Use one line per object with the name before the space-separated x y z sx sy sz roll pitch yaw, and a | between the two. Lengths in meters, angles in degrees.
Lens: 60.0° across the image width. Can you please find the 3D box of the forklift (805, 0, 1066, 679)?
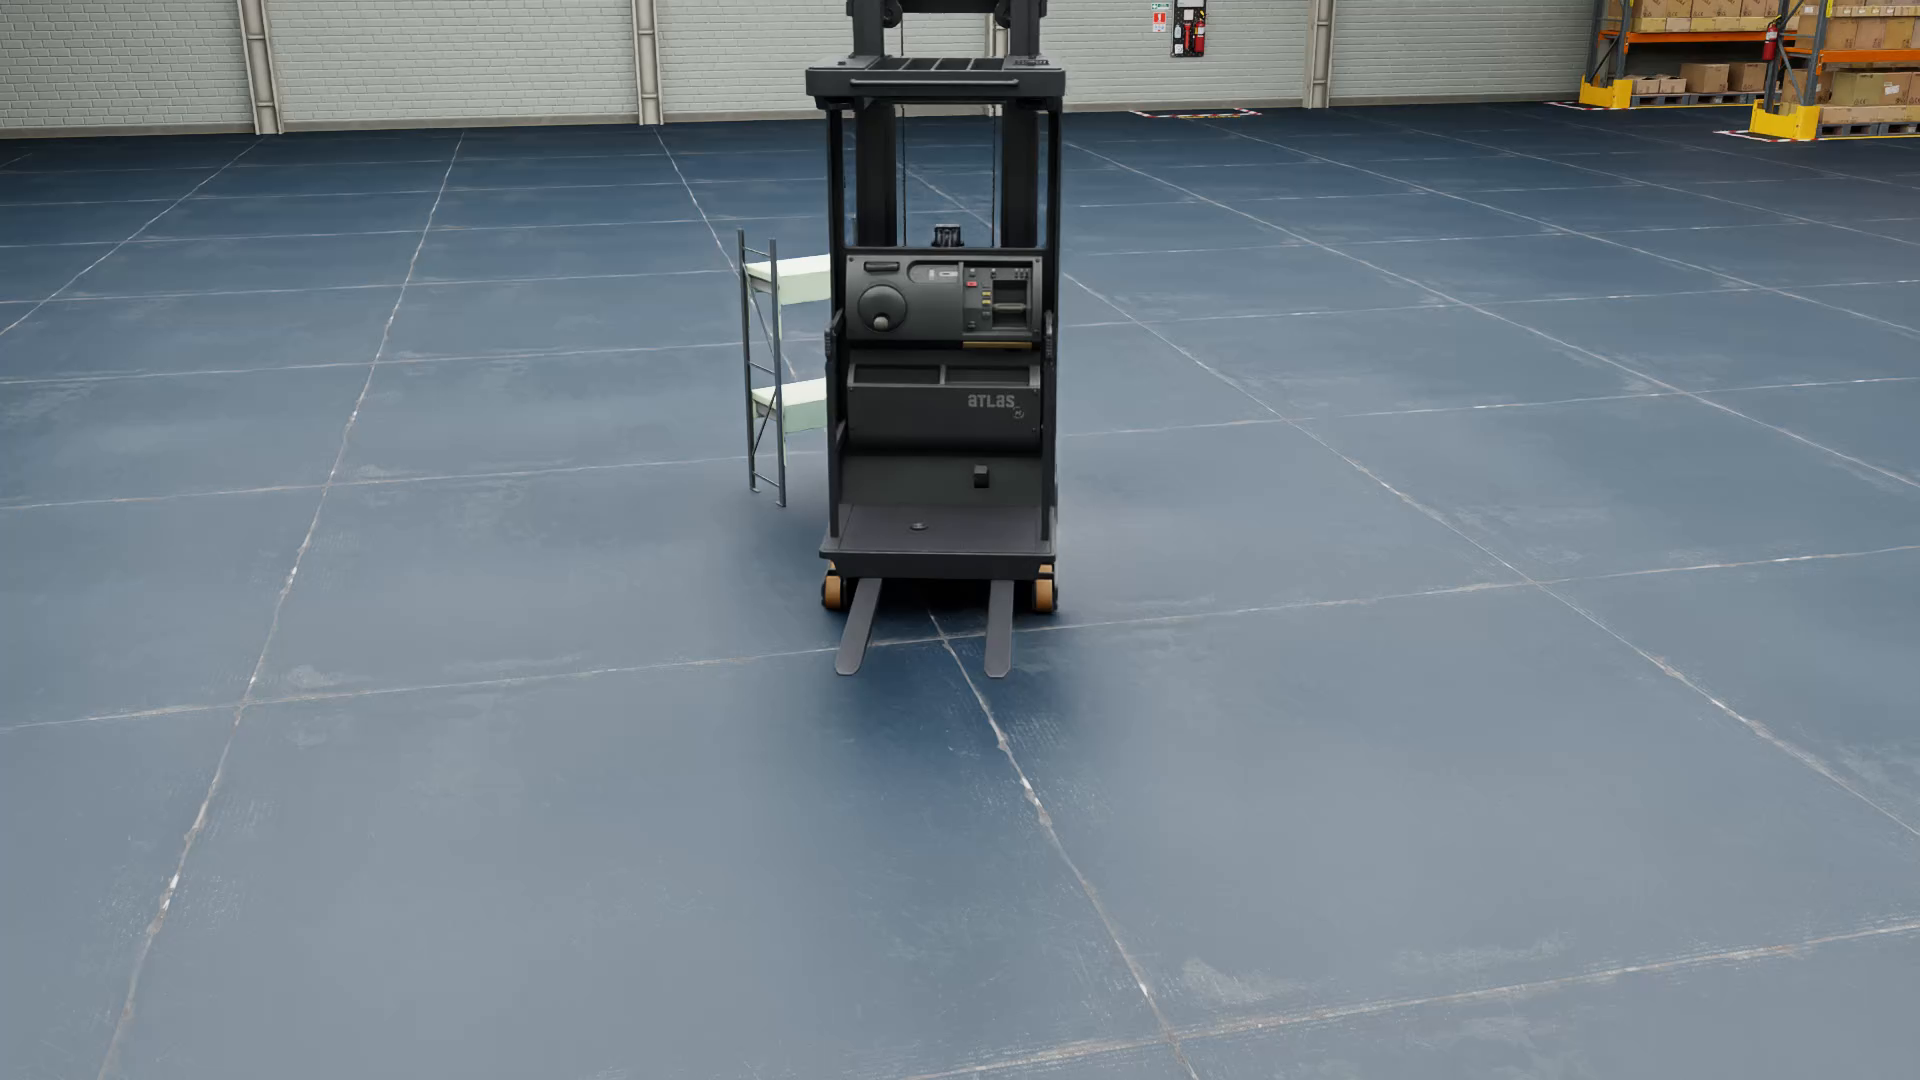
forklift | -0.084 -1.142 7.671 1.130 2.935 3.031 1 20 3

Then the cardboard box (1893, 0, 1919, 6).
cardboard box | 14.512 -8.583 25.853 0.500 0.500 0.700 -5 21 -12

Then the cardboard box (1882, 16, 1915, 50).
cardboard box | 14.454 -7.966 26.056 0.500 0.500 0.700 -5 21 -12

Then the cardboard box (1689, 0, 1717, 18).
cardboard box | 13.380 -9.767 30.215 0.500 0.500 0.500 -5 21 -14

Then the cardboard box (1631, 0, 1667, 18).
cardboard box | 12.393 -9.692 30.012 0.500 0.500 0.500 -5 21 -12

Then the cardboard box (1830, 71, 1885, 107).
cardboard box | 14.062 -7.073 26.058 0.500 0.500 0.500 -5 21 -12

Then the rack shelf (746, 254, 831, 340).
rack shelf | -0.794 -1.383 9.275 0.720 0.370 0.431 -13 24 -32

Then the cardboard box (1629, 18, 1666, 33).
cardboard box | 12.407 -9.335 30.127 0.500 0.250 0.500 -5 21 -14

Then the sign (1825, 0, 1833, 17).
sign | 13.124 -8.064 25.093 0.005 0.325 0.100 -5 21 -12

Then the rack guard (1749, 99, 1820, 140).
rack guard | 12.979 -6.631 26.189 0.348 0.500 1.175 -5 21 -12

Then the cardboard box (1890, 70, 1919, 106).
cardboard box | 15.036 -7.150 26.270 0.500 0.500 0.500 -5 21 -12

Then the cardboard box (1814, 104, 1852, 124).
cardboard box | 13.575 -6.680 26.077 0.500 0.250 0.500 -5 21 -12

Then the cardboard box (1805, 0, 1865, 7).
cardboard box | 13.511 -8.499 25.624 0.500 0.500 0.700 -5 21 -12

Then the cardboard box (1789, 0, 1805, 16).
cardboard box | 15.363 -9.931 30.663 0.500 0.500 0.500 -5 21 -13

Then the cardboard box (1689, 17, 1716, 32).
cardboard box | 13.406 -9.420 30.357 0.500 0.250 0.500 -5 21 -13

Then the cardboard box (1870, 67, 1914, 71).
cardboard box | 14.912 -7.330 26.760 0.500 0.500 0.500 -5 21 -12

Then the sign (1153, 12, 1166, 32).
sign | 3.527 -9.159 29.405 0.234 0.329 0.001 -5 21 -12

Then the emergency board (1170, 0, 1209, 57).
emergency board | 4.088 -9.151 29.436 0.643 1.169 0.194 -5 21 -12

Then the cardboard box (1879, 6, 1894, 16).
cardboard box | 14.179 -8.177 25.688 0.250 0.149 0.380 -5 21 -13

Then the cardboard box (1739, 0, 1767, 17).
cardboard box | 14.386 -9.853 30.451 0.500 0.500 0.500 -5 21 -14

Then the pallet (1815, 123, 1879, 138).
pallet | 13.737 -6.572 26.447 1.213 0.211 1.003 -5 21 -12

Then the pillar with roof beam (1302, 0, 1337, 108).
pillar with roof beam | 7.493 -10.710 24.969 0.400 9.000 9.100 -5 21 -12

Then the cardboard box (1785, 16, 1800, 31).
cardboard box | 15.360 -9.581 30.797 0.500 0.250 0.500 -5 21 -12

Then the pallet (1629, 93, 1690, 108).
pallet | 12.732 -8.213 30.929 1.213 0.211 1.003 -5 21 -12

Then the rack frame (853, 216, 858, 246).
rack frame | -0.491 -1.088 9.603 0.023 1.500 0.400 -13 24 -32

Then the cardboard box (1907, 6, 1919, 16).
cardboard box | 14.687 -8.219 25.803 0.250 0.149 0.380 -5 21 -13

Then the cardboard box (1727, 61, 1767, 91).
cardboard box | 14.751 -8.718 31.248 0.500 0.500 0.500 -6 21 -17

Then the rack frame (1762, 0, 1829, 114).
rack frame | 13.002 -7.806 25.764 0.127 3.000 1.000 -5 21 -12

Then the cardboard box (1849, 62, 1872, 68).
cardboard box | 16.955 -8.935 31.840 0.500 0.500 0.700 -5 21 -14

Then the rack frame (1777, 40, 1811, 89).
rack frame | 15.752 -9.781 31.154 0.127 3.000 1.000 -5 21 -12

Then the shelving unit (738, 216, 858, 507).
shelving unit | -0.794 -1.017 9.410 0.755 1.500 0.431 -13 24 -32

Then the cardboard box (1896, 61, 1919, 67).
cardboard box | 17.950 -9.005 32.031 0.500 0.500 0.700 -5 21 -13

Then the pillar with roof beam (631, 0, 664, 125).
pillar with roof beam | -4.185 -9.760 22.376 0.400 9.000 9.100 -5 21 -12

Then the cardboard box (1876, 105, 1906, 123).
cardboard box | 14.548 -6.761 26.296 0.500 0.250 0.500 -5 21 -12

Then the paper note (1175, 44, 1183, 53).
paper note | 3.900 -8.747 29.612 0.142 0.148 0.016 -5 21 -12

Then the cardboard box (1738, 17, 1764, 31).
cardboard box | 14.388 -9.499 30.574 0.500 0.250 0.500 -5 21 -13

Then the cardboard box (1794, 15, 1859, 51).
cardboard box | 13.460 -7.886 25.836 0.500 0.500 0.700 -5 21 -12

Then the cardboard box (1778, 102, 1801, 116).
cardboard box | 13.456 -6.854 26.551 0.500 0.250 0.500 -5 21 -12

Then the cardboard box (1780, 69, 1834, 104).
cardboard box | 13.456 -7.207 26.424 0.500 0.500 0.500 -5 21 -12

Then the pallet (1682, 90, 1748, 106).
pallet | 13.916 -8.309 31.189 1.213 0.211 1.003 -5 21 -12

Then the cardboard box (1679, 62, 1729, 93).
cardboard box | 13.833 -8.608 30.947 0.500 0.500 0.700 -6 21 -16

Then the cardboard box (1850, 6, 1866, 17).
cardboard box | 13.690 -8.139 25.583 0.250 0.149 0.380 -5 21 -14

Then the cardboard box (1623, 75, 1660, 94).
cardboard box | 12.553 -8.433 30.744 0.500 0.311 0.500 -7 21 -19
